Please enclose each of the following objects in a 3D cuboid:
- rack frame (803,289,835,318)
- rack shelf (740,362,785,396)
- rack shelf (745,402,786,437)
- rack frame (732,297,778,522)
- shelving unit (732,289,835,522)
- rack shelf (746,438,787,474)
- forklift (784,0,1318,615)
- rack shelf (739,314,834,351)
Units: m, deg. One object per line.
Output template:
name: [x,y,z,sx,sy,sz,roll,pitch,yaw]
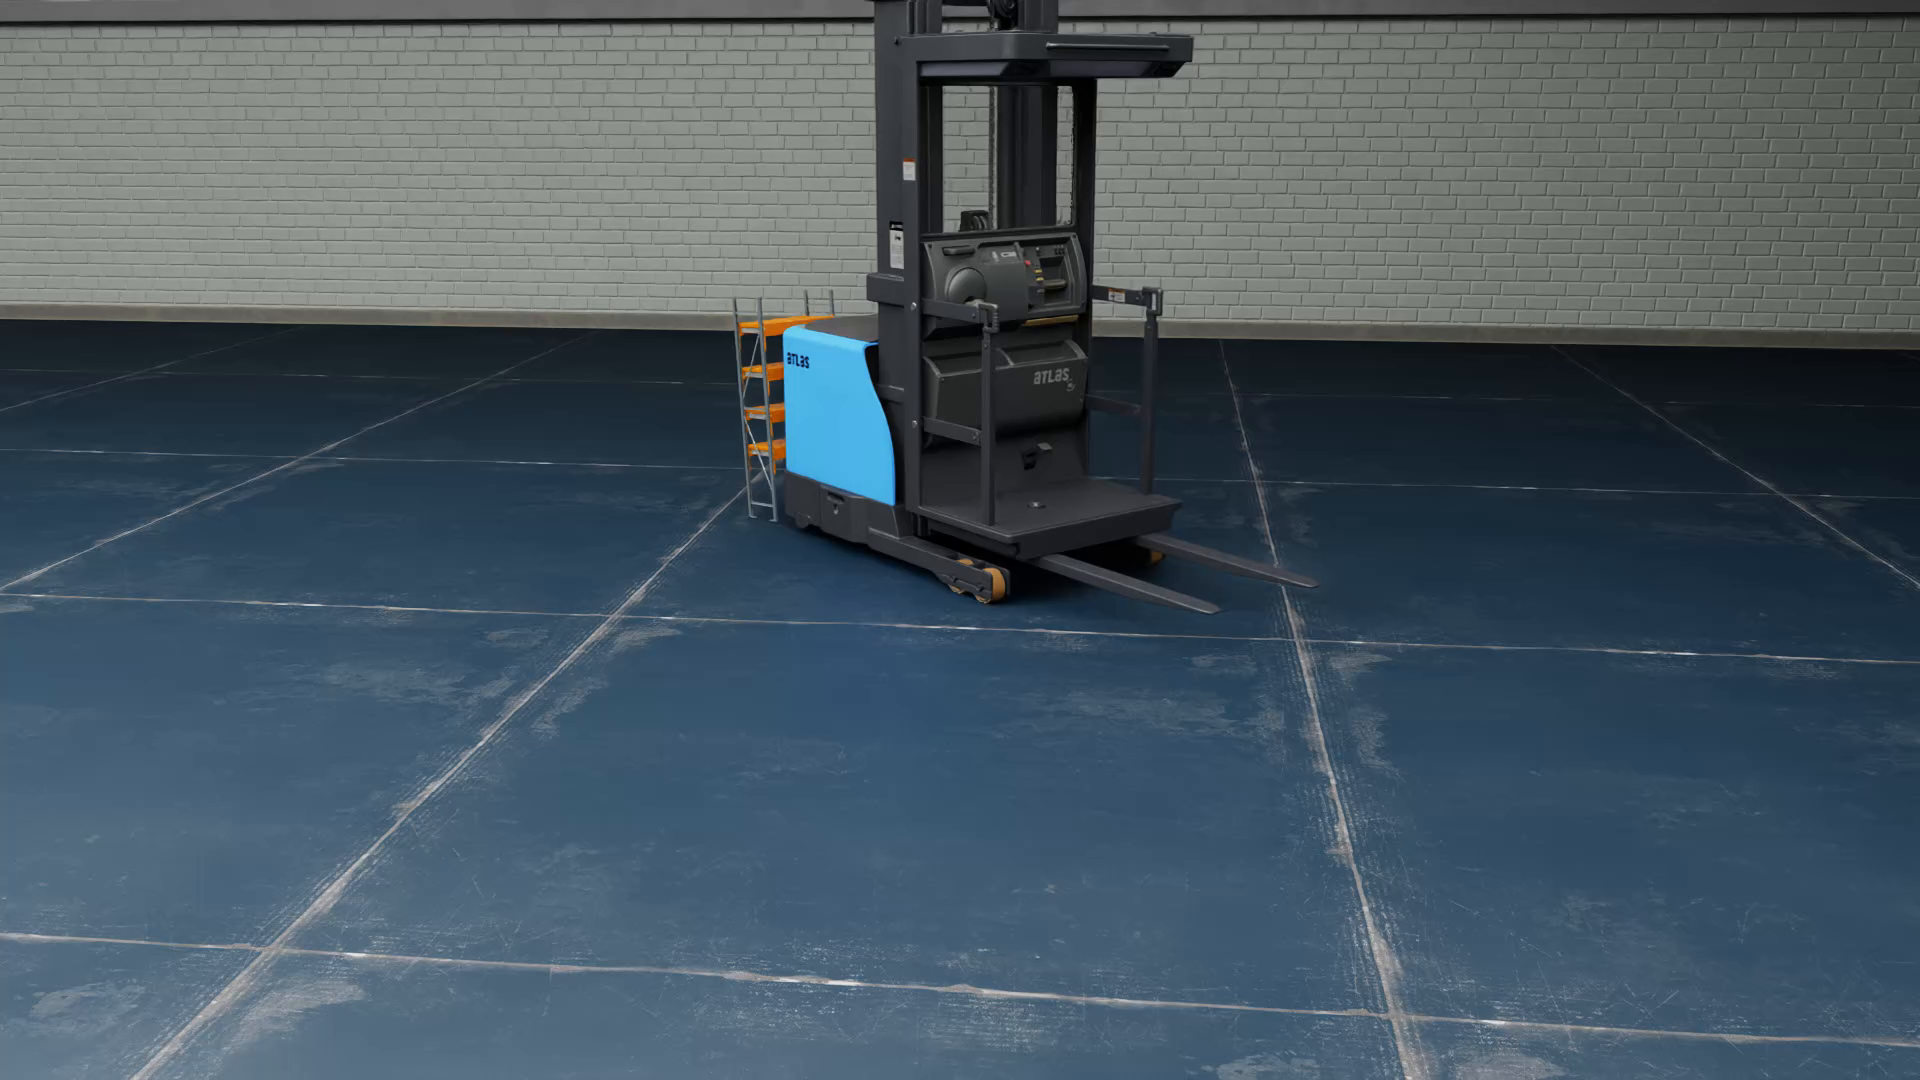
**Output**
rack frame: [-0.747,-0.786,9.238,0.015,1.200,0.240,-14,16,-42]
rack shelf: [-0.930,-0.895,9.041,0.480,0.148,0.258,-14,16,-42]
rack shelf: [-0.919,-0.676,9.088,0.480,0.148,0.258,-14,16,-42]
rack frame: [-1.097,-0.698,8.910,0.015,1.200,0.240,-14,16,-42]
shelving unit: [-0.922,-0.742,9.074,0.503,1.200,0.258,-14,16,-42]
rack shelf: [-0.909,-0.483,9.130,0.480,0.148,0.258,-14,16,-42]
forklift: [0.351,-1.268,7.737,1.130,2.935,3.031,-11,19,-36]
rack shelf: [-0.942,-1.126,8.992,0.480,0.148,0.258,-14,16,-42]
